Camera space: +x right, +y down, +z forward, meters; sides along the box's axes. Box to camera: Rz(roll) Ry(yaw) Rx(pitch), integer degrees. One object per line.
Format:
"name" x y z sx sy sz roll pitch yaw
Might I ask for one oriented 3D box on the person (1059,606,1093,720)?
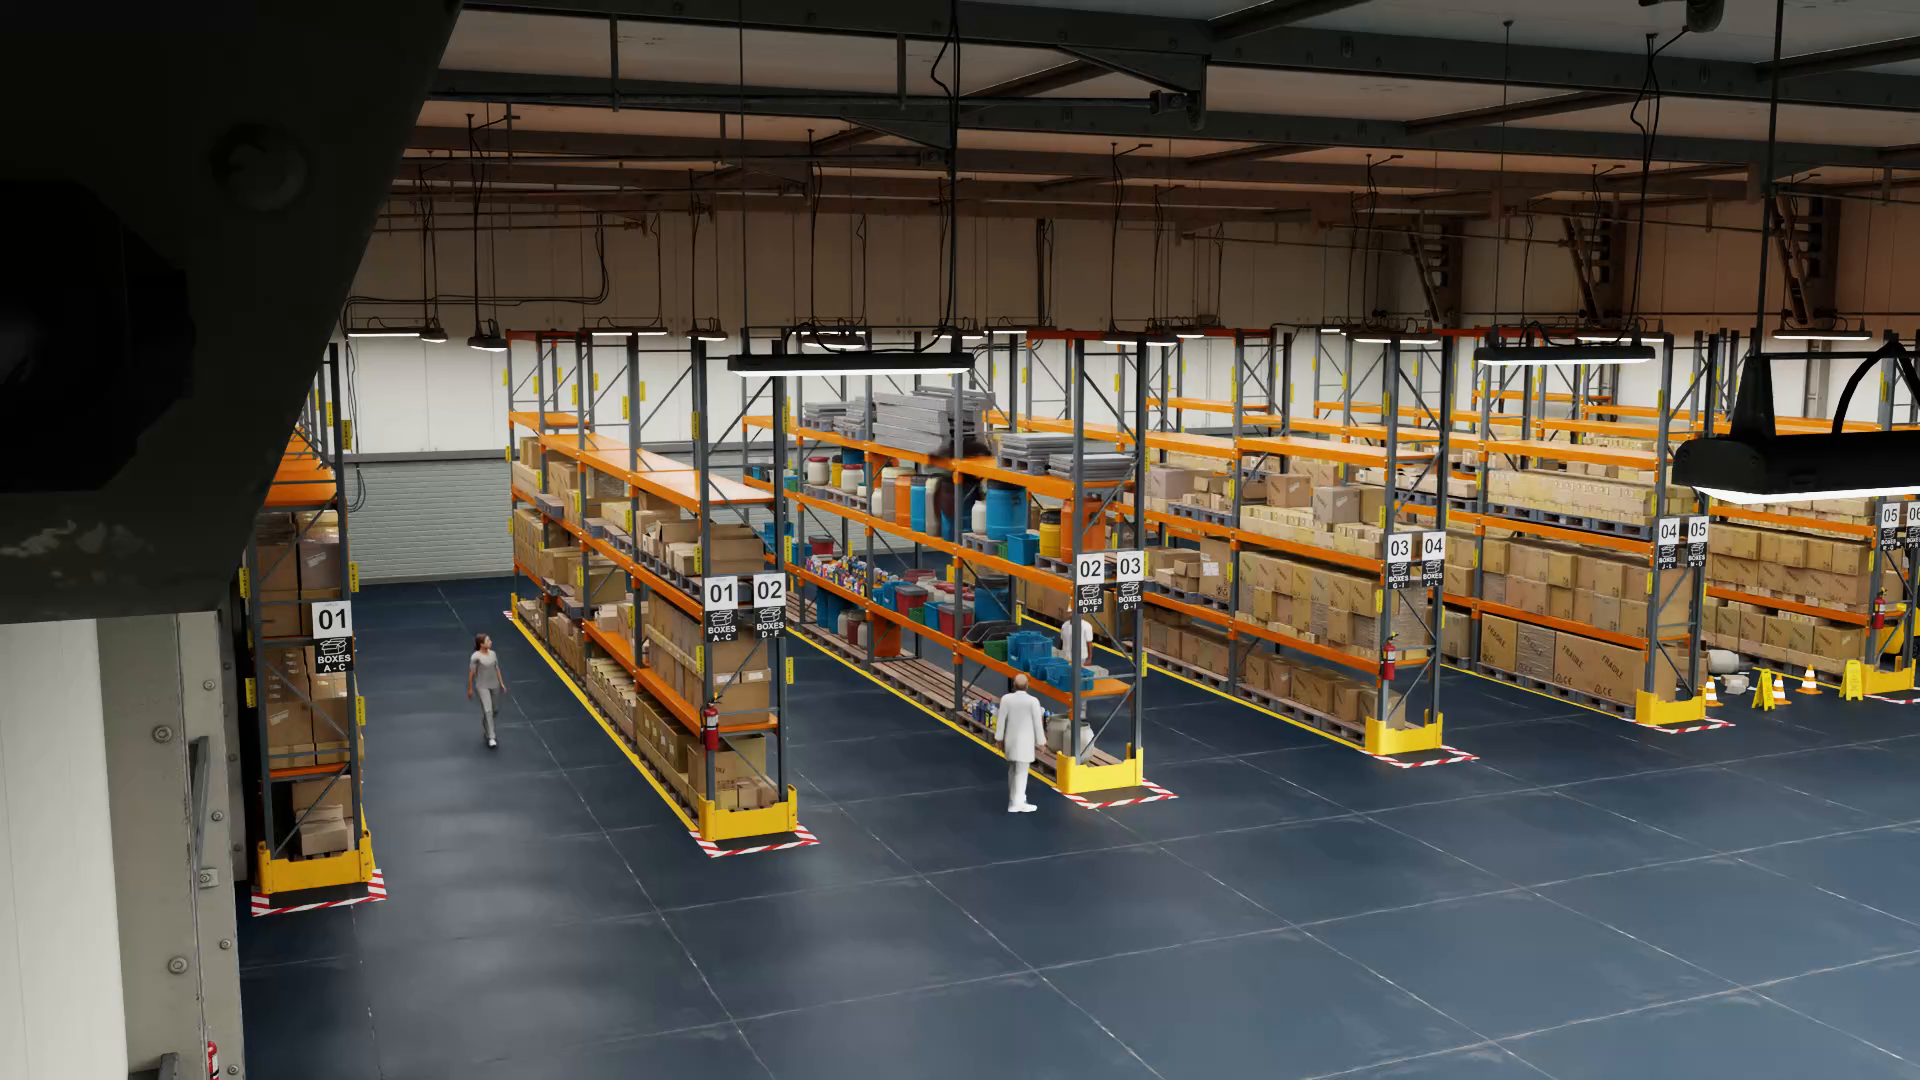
"person" 1.792 1.891 26.267 0.596 1.780 0.504 4 9 29

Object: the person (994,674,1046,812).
"person" 0.828 2.569 21.307 0.641 1.775 0.618 7 10 40

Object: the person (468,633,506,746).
"person" -7.026 2.179 24.650 0.552 1.629 0.961 -5 9 -33
